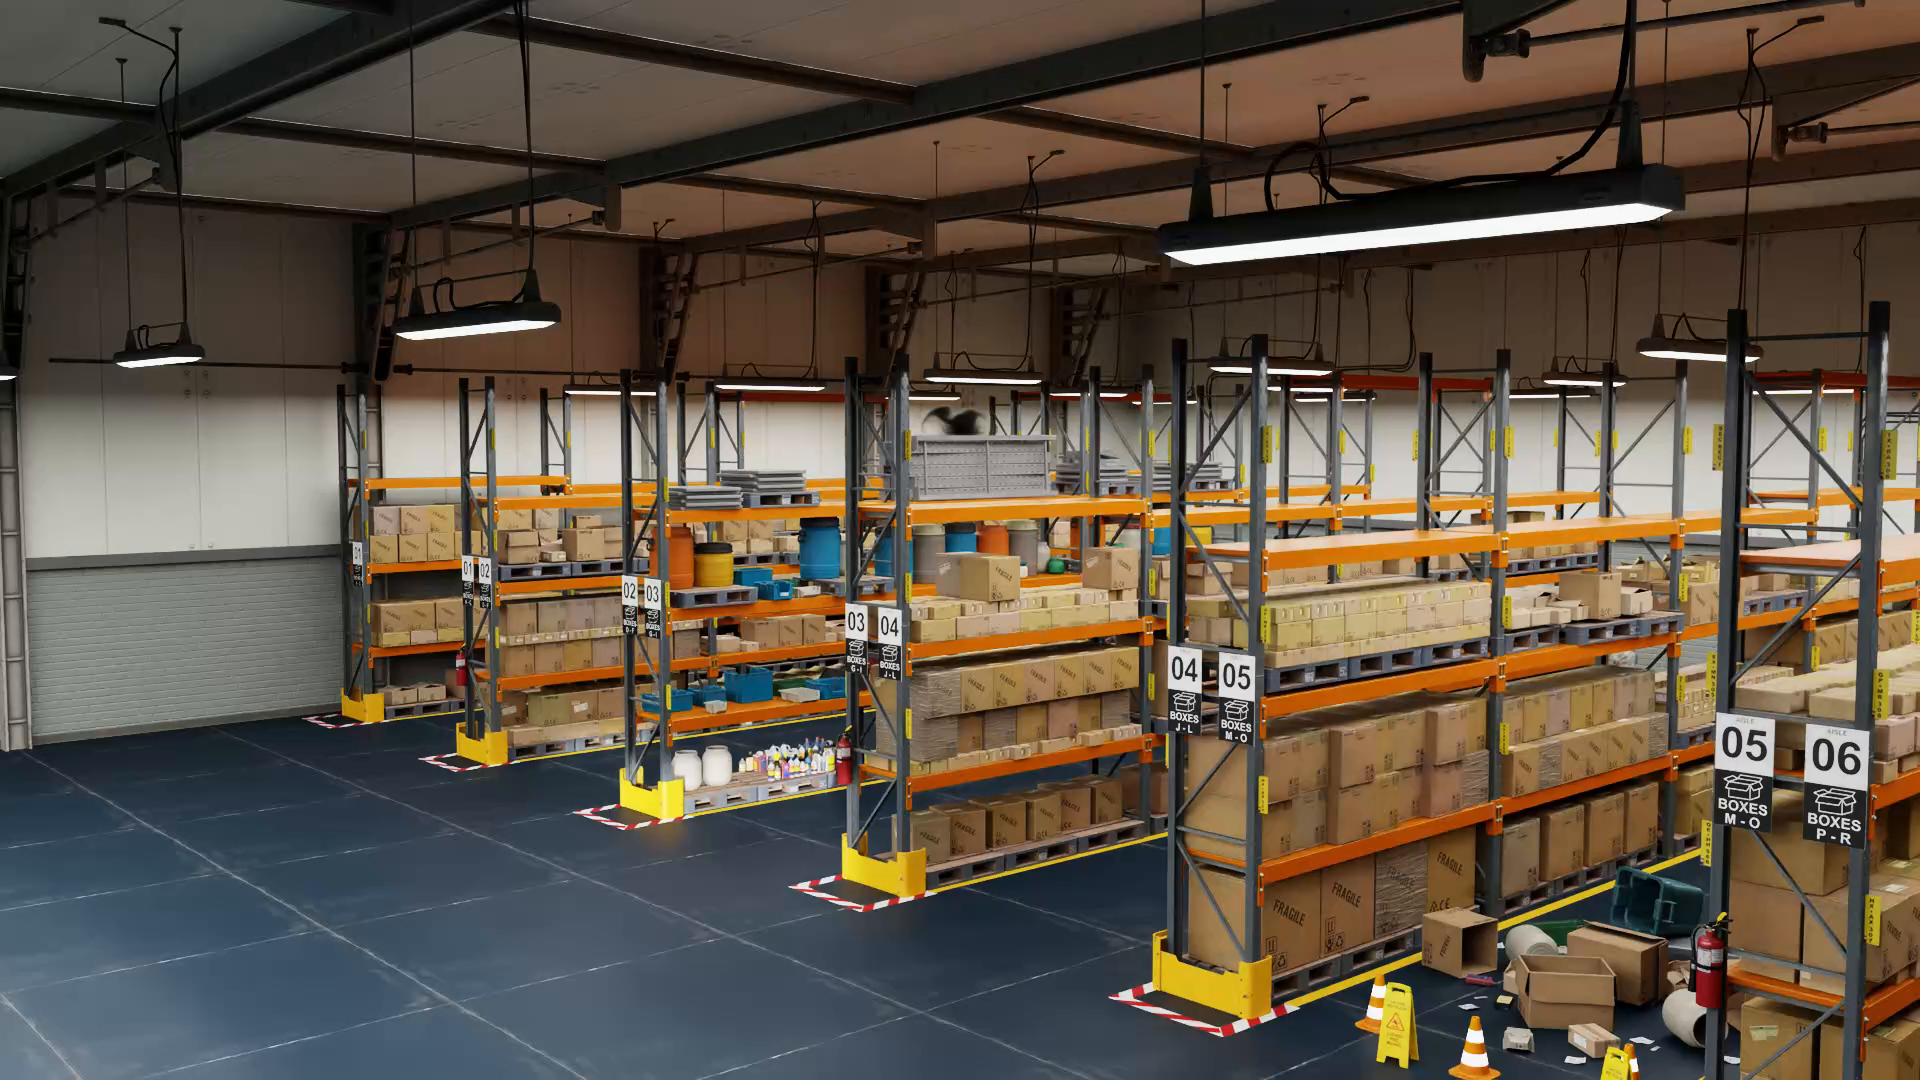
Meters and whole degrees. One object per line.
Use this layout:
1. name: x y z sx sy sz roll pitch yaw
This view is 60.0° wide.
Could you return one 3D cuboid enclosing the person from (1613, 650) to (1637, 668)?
1. person: 12.009 2.392 29.979 0.650 1.609 0.505 -3 5 -35
